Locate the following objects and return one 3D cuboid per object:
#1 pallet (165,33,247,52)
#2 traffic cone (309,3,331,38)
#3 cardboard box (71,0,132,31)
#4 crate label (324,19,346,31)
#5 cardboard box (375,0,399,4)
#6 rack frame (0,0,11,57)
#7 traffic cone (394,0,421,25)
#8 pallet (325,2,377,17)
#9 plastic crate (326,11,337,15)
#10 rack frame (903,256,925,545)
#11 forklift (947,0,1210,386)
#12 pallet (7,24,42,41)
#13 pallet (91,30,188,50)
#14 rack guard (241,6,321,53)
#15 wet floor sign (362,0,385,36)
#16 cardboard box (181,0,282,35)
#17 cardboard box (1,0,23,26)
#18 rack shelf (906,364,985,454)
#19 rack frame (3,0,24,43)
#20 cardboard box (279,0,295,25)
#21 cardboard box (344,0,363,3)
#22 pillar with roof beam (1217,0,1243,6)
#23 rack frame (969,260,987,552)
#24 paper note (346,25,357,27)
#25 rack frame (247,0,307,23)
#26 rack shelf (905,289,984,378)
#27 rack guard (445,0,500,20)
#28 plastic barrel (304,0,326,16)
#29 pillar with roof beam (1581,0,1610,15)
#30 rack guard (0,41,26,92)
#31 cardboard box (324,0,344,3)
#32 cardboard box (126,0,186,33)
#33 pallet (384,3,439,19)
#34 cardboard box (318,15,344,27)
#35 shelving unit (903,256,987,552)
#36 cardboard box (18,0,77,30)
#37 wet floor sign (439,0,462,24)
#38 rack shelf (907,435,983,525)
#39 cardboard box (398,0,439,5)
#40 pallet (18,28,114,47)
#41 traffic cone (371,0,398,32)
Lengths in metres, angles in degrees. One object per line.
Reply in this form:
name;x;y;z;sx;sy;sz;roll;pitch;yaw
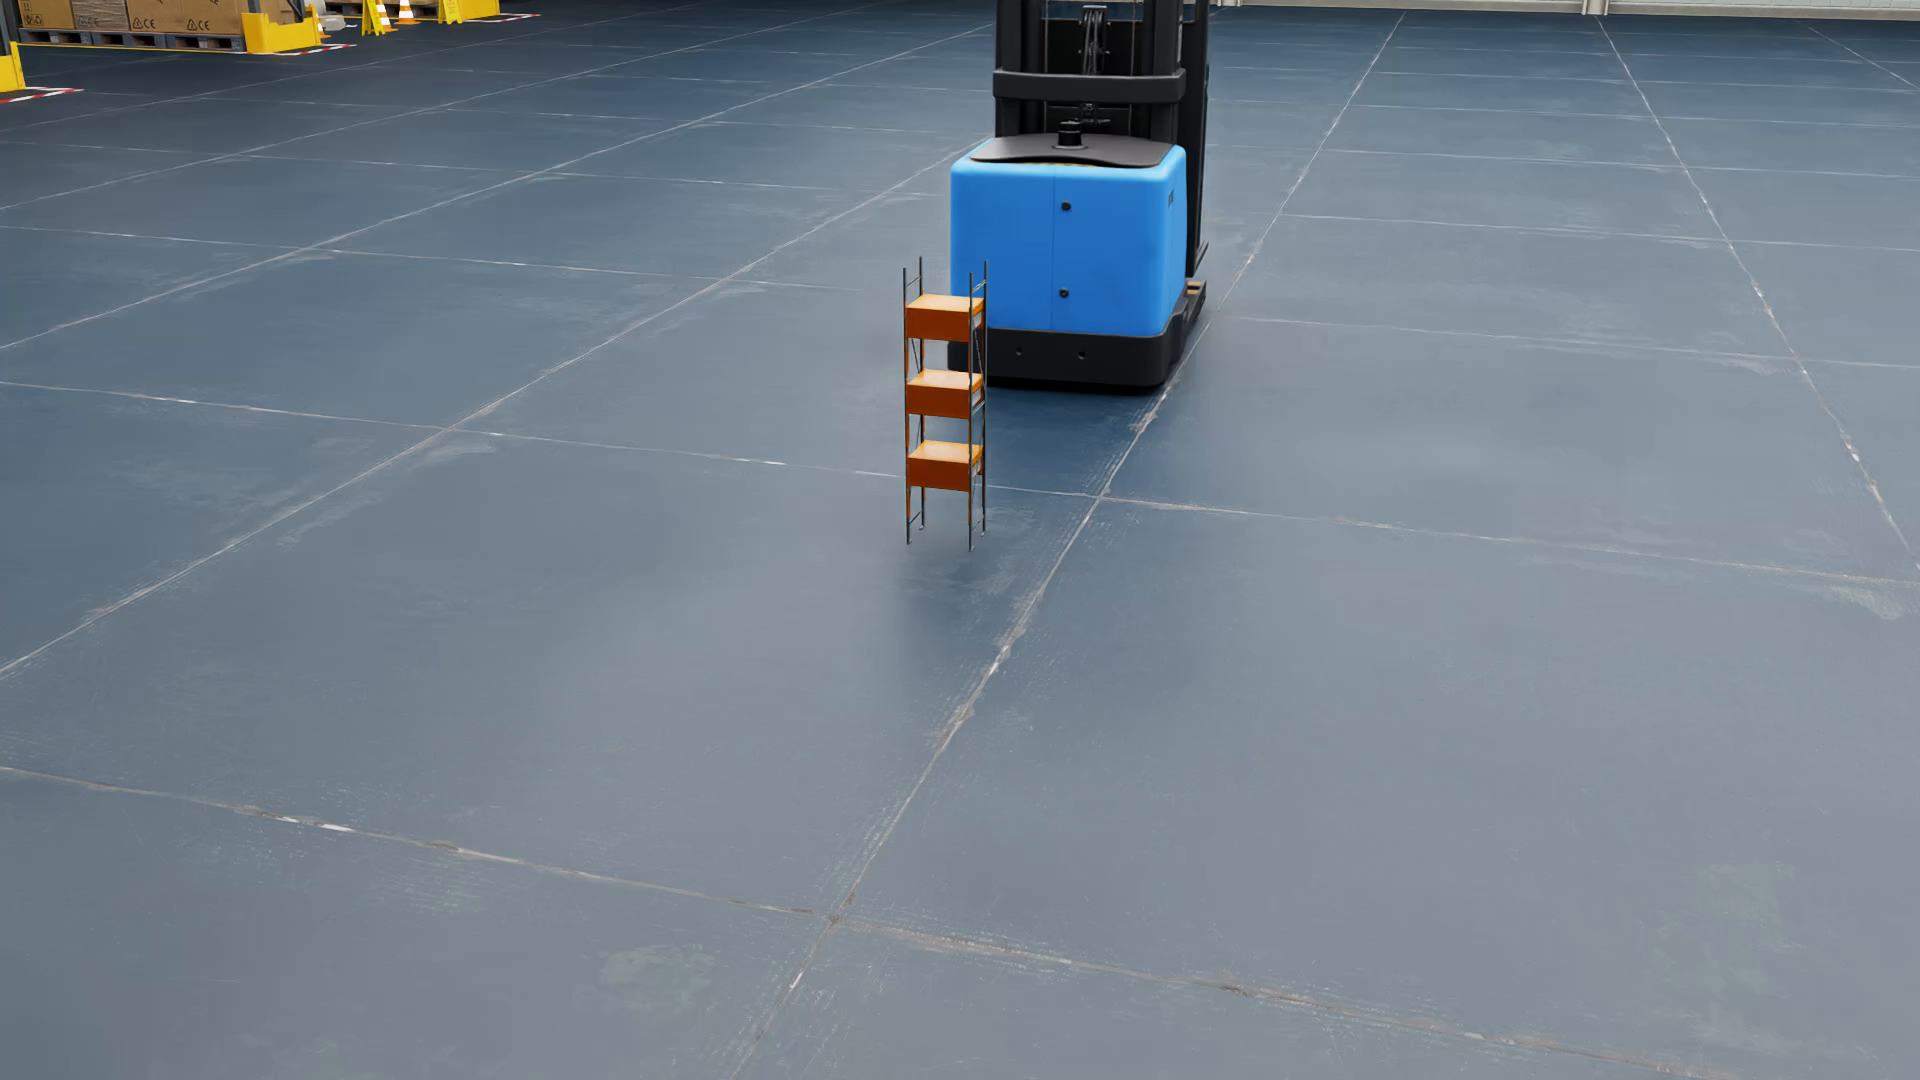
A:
pallet;-9.920;-6.790;22.545;1.213;0.211;1.003;7;23;15
traffic cone;-9.230;-7.421;23.753;0.334;0.463;0.336;7;23;16
cardboard box;-11.515;-7.479;22.796;0.875;0.875;0.875;7;23;16
crate label;-9.349;-7.708;24.880;0.298;0.136;0.250;-5;23;-12
cardboard box;-9.144;-8.803;26.848;0.500;0.250;0.500;7;23;16
rack frame;-10.661;-6.230;17.505;0.127;3.000;1.000;7;23;16
traffic cone;-8.583;-8.235;25.737;0.334;0.463;0.336;7;23;16
pallet;-9.803;-8.785;27.409;1.213;0.211;1.003;7;23;16
plastic crate;-10.362;-8.448;26.760;0.583;0.080;0.402;-1;22;-3
rack frame;-0.168;-0.505;6.118;0.008;1.050;0.200;7;23;16
forklift;0.782;-2.611;8.772;1.130;2.935;3.031;5;23;12
pallet;-13.722;-7.226;23.609;1.213;0.211;1.003;7;23;16
pallet;-11.084;-6.924;22.873;1.213;0.211;1.003;7;23;15
rack guard;-9.109;-6.862;22.339;0.348;0.500;1.175;7;23;16
wet floor sign;-8.532;-7.648;24.064;0.232;0.644;0.267;3;22;6
cardboard box;-9.800;-7.283;22.318;0.875;0.875;0.875;7;23;16
cardboard box;-13.581;-7.648;23.374;0.750;0.750;1.050;6;23;15
rack shelf;-0.051;-0.482;6.089;0.240;0.259;0.215;7;23;16
rack frame;-12.961;-8.459;22.940;0.127;3.000;1.000;7;23;16
cardboard box;-10.211;-7.948;24.984;0.637;0.503;0.797;-9;24;-21
cardboard box;-9.646;-8.858;26.983;0.500;0.250;0.500;6;23;14
pillar with roof beam;3.470;-11.934;23.506;0.400;9.000;9.100;7;23;16
rack frame;0.066;-0.478;6.052;0.008;1.050;0.200;7;23;16
paper note;-9.279;-7.837;25.336;0.142;0.019;0.148;-1;22;-3
rack frame;-9.132;-8.021;21.872;0.127;3.000;1.000;7;23;16
rack shelf;-0.051;-0.744;5.981;0.240;0.259;0.215;7;23;16
rack guard;-7.871;-8.682;26.778;0.348;0.500;1.175;7;23;16
plastic barrel;-10.213;-8.315;25.983;0.512;0.421;0.421;-14;26;-30
pillar with roof beam;9.215;-11.276;21.903;0.400;9.000;9.100;7;23;16
rack guard;-10.734;-5.082;18.000;0.348;0.500;1.175;7;23;16
cardboard box;-10.118;-8.917;27.125;0.500;0.250;0.500;6;23;15
cardboard box;-10.643;-7.378;22.551;0.875;0.875;0.875;6;23;15
pallet;-8.639;-8.651;27.081;1.213;0.211;1.003;7;23;16
cardboard box;-9.636;-7.921;25.385;0.380;0.149;0.250;-20;29;-39
shelving unit;-0.051;-0.492;6.085;0.252;1.050;0.215;7;23;16
cardboard box;-12.379;-7.576;23.034;0.875;0.875;0.875;7;23;16
wet floor sign;-7.926;-8.332;25.731;0.232;0.644;0.267;16;27;34
rack shelf;-0.051;-0.225;6.195;0.240;0.259;0.215;7;23;16
cardboard box;-8.673;-8.746;26.709;0.500;0.250;0.500;6;23;15
pallet;-12.256;-7.057;23.197;1.213;0.211;1.003;7;23;15
traffic cone;-8.578;-7.795;24.663;0.334;0.463;0.336;7;23;16
